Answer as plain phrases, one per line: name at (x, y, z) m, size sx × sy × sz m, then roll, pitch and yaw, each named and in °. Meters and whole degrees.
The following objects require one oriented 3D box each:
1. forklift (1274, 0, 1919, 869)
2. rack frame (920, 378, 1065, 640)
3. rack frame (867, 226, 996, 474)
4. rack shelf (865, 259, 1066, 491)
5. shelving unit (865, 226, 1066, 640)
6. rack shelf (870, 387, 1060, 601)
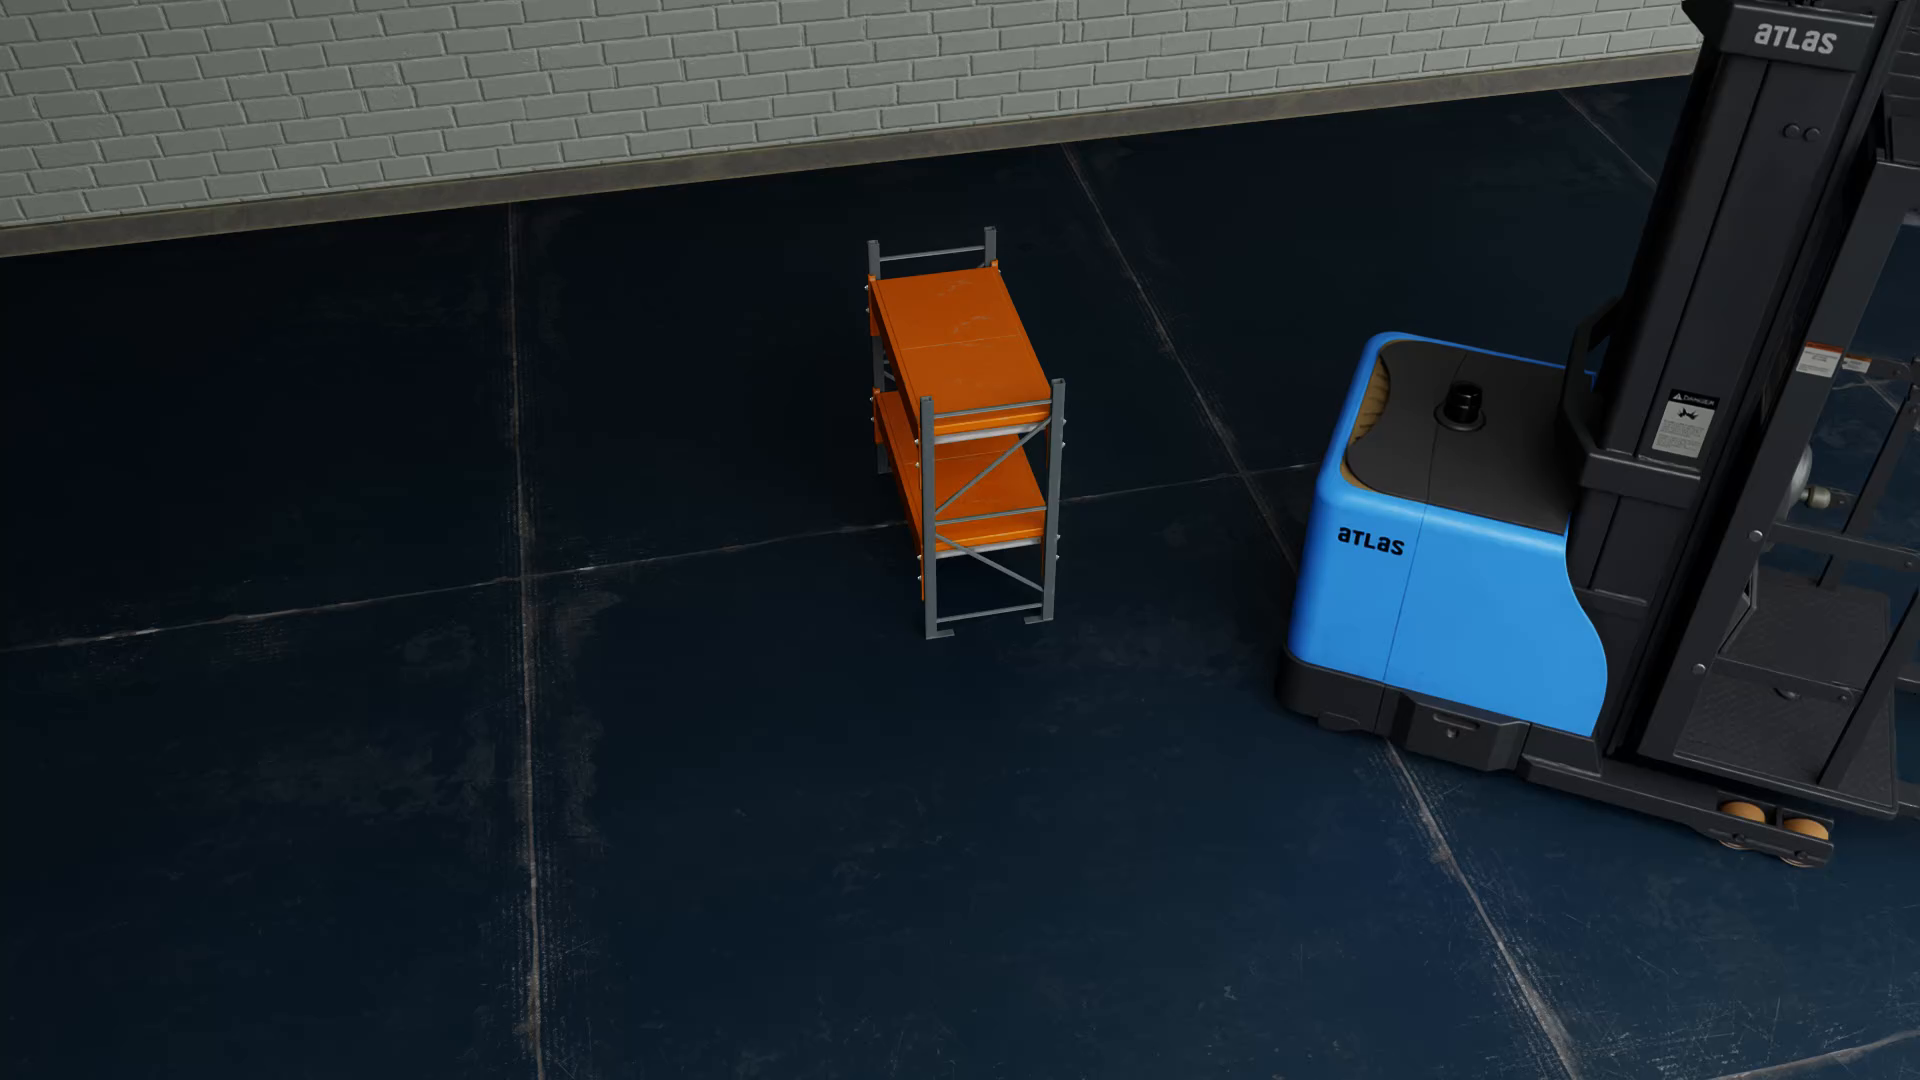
forklift at (2.708, -0.412, 5.007) m, size 3.031 × 2.935 × 1.130 m, roll 14°, pitch 44°, yaw 16°
rack frame at (0.111, -0.087, 6.000) m, size 0.500 × 1.125 × 0.032 m, roll -8°, pitch 42°, yaw -9°
rack frame at (-0.108, -0.746, 6.743) m, size 0.500 × 1.125 × 0.032 m, roll -8°, pitch 42°, yaw -9°
rack shelf at (0.001, -0.635, 6.177) m, size 0.538 × 0.278 × 1.000 m, roll -8°, pitch 42°, yaw -9°
shelving unit at (0.001, -0.416, 6.372) m, size 0.538 × 1.125 × 1.048 m, roll -8°, pitch 42°, yaw -9°
rack shelf at (0.001, -0.233, 6.534) m, size 0.538 × 0.278 × 1.000 m, roll -8°, pitch 42°, yaw -9°
